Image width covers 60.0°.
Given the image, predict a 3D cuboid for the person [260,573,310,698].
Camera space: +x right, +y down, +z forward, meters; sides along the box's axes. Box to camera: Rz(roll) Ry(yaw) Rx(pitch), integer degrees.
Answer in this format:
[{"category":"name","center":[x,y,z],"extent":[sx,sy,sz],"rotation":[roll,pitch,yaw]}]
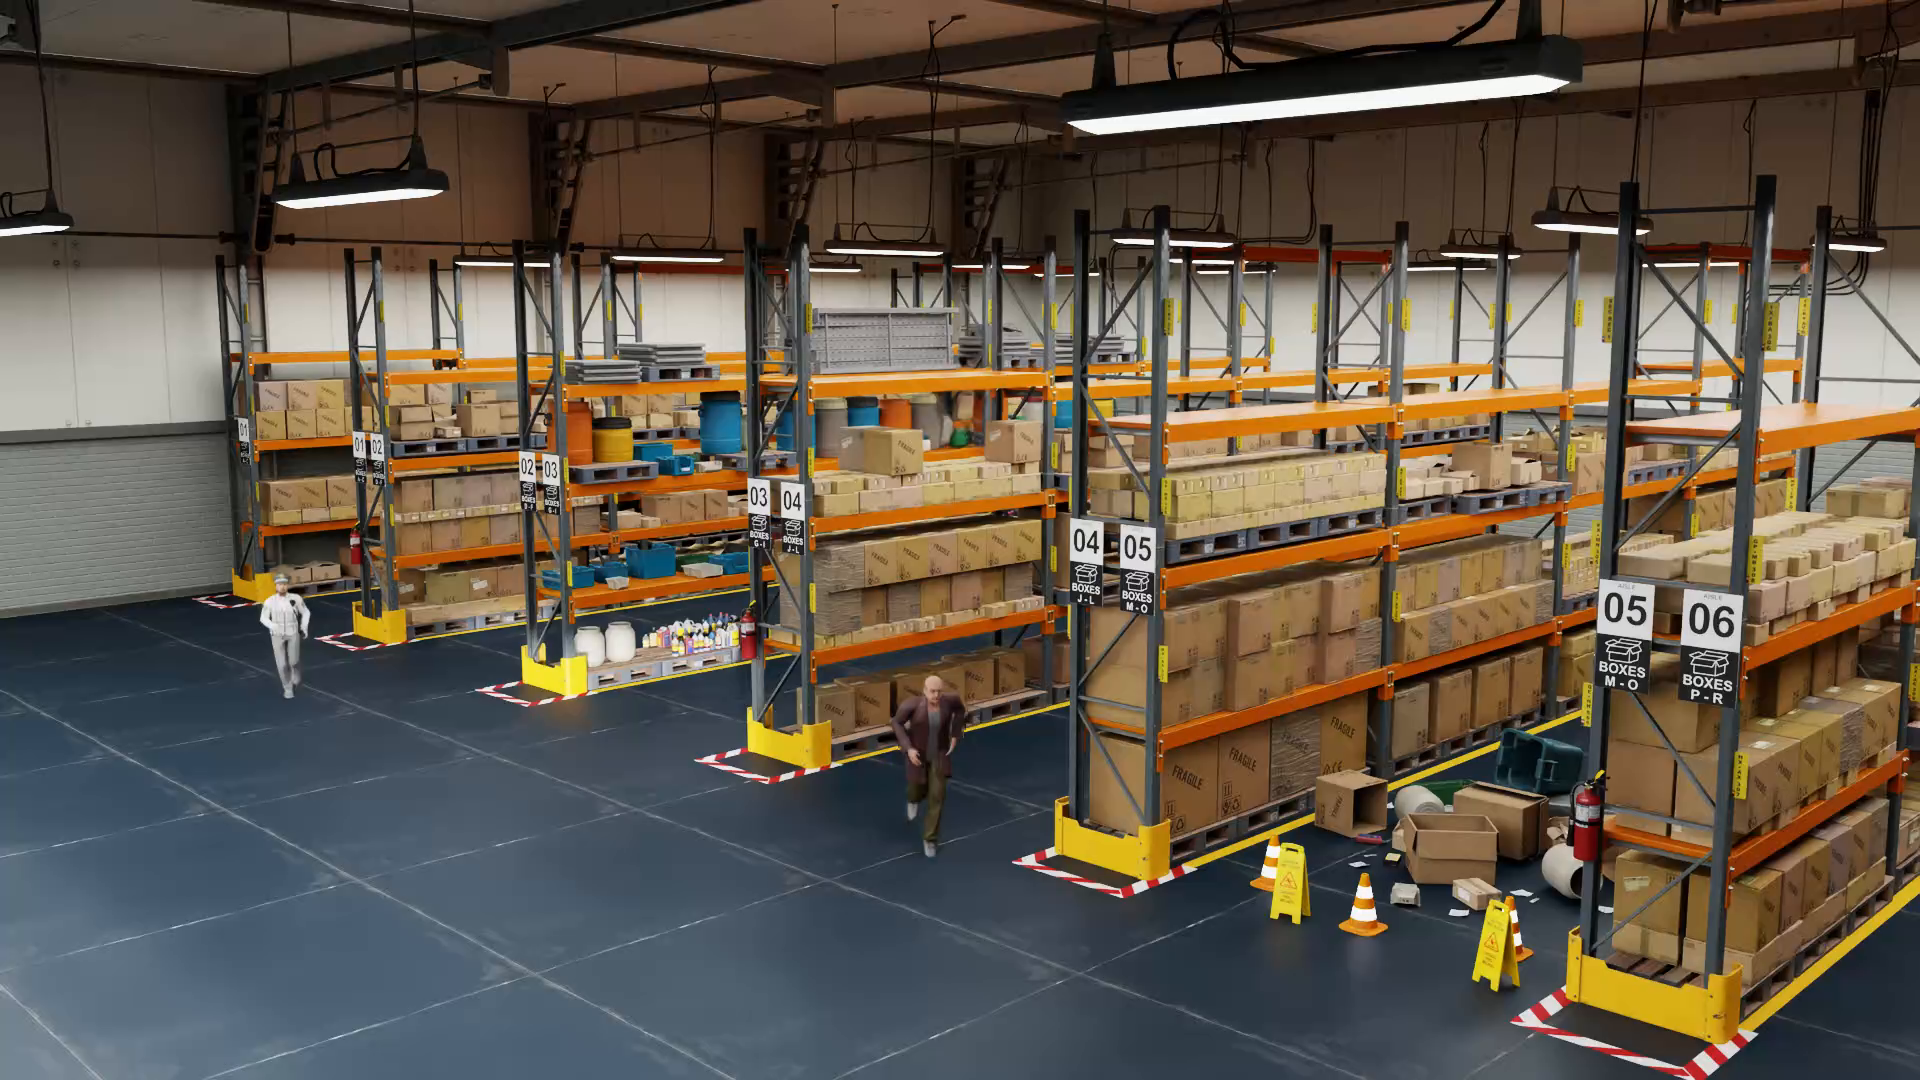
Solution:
[{"category":"person","center":[-8.883,1.260,21.917],"extent":[0.611,1.658,0.495],"rotation":[-3,9,-21]}]

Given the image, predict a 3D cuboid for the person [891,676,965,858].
[{"category":"person","center":[-0.330,2.084,16.033],"extent":[0.733,1.737,1.044],"rotation":[-3,9,-18]}]
